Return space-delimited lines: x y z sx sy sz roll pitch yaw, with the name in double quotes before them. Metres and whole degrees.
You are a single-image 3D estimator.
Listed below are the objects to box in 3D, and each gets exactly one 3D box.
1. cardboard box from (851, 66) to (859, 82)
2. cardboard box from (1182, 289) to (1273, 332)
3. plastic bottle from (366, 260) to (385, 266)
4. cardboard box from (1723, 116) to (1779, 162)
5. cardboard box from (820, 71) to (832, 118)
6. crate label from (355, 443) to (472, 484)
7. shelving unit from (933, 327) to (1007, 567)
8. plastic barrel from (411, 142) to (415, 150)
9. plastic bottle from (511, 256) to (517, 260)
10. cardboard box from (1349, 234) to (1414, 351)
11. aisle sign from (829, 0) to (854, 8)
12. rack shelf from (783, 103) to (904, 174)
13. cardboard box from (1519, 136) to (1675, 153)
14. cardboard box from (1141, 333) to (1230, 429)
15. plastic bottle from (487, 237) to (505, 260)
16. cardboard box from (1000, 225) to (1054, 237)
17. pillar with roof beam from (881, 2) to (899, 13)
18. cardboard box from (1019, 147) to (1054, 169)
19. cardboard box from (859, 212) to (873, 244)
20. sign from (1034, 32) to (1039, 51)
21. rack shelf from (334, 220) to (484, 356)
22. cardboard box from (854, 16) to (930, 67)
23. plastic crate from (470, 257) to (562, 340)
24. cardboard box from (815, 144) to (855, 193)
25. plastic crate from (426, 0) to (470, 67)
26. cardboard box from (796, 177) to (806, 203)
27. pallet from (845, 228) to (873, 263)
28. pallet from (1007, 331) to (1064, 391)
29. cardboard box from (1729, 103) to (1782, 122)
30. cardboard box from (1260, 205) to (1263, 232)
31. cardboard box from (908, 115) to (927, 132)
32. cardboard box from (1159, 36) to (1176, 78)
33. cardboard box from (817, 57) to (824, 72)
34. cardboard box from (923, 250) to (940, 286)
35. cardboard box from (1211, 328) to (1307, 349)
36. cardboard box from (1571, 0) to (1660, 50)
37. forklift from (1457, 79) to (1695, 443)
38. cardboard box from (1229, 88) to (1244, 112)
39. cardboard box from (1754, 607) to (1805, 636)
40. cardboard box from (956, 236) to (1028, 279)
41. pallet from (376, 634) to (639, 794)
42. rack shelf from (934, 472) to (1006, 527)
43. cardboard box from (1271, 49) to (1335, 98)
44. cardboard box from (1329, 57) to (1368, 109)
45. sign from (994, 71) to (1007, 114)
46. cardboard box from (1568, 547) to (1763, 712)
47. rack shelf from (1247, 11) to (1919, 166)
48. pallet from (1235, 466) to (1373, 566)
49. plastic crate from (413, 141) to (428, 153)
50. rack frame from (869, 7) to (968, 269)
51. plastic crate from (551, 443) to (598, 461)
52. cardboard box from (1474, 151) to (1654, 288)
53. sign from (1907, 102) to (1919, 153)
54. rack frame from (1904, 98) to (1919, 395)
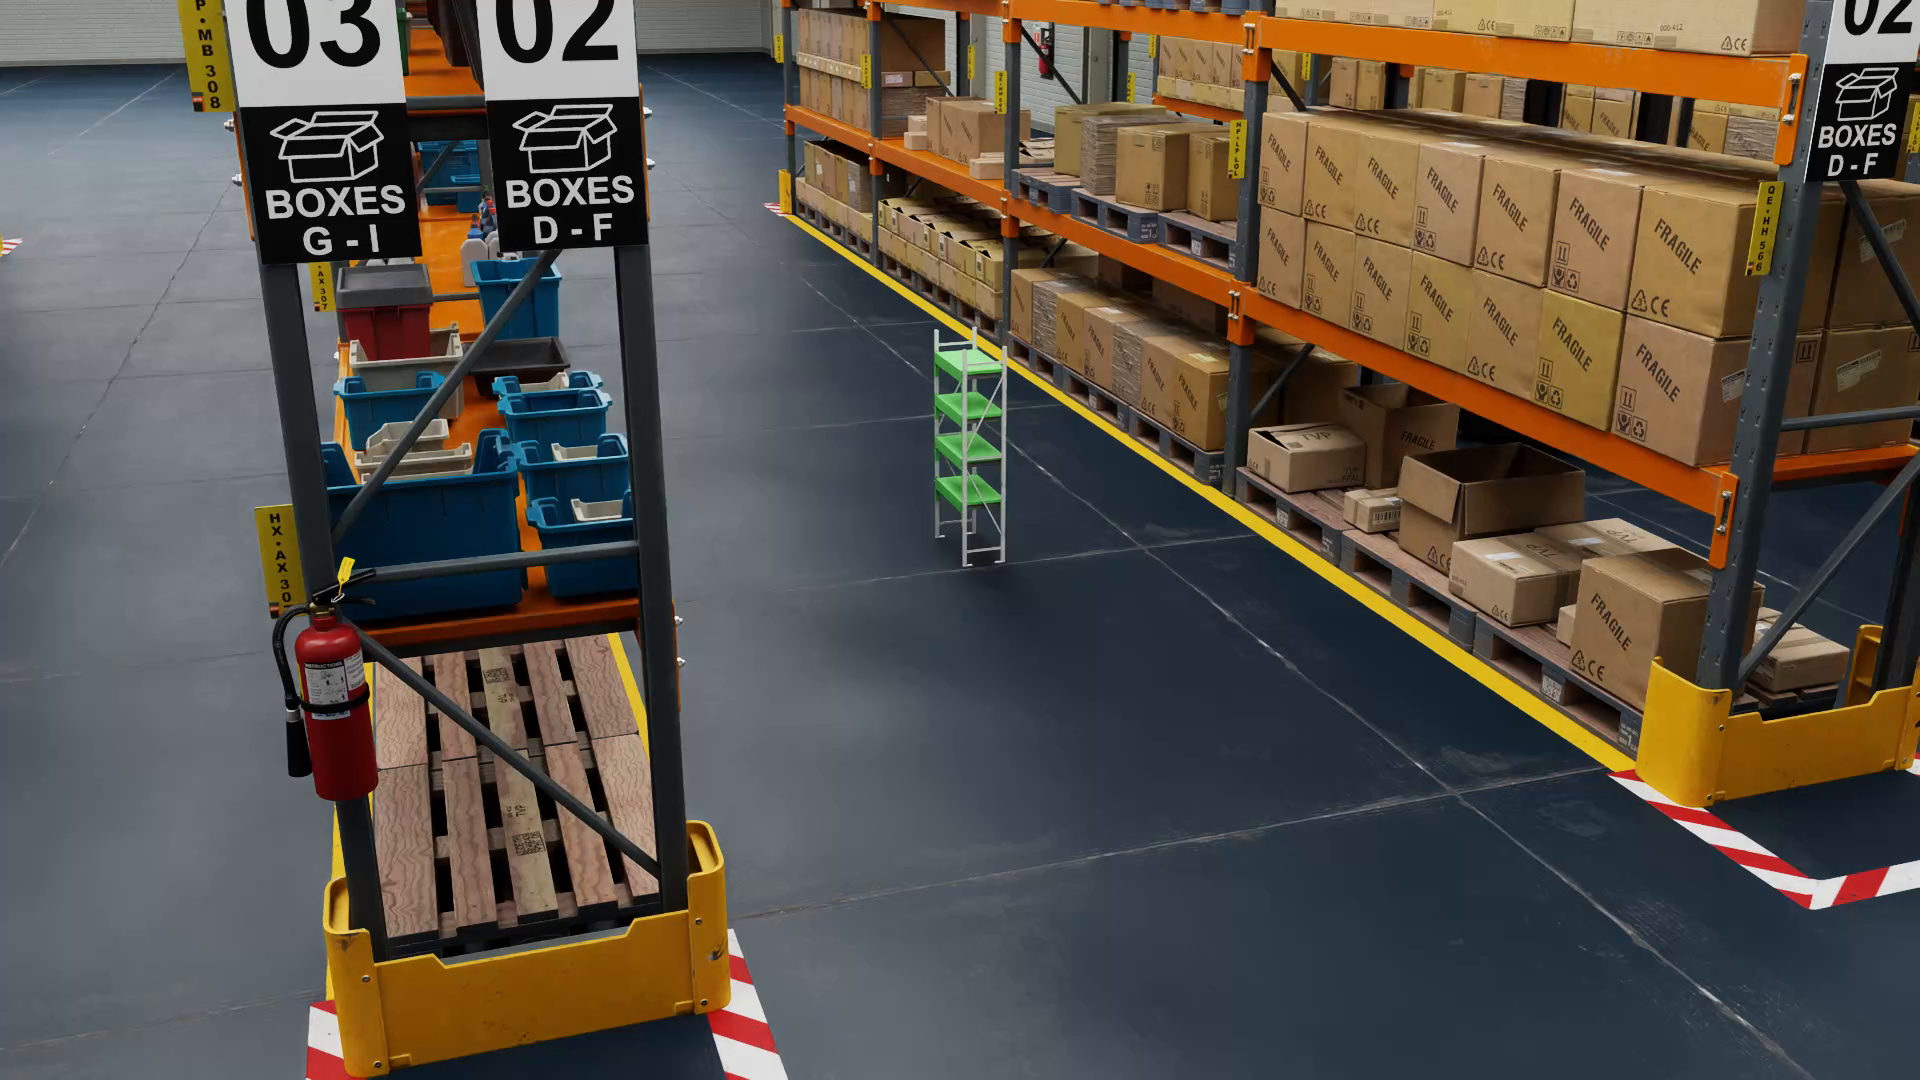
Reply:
"cardboard box" -0.945 -4.966 17.698 0.380 0.149 0.250 -6 21 -17
"cardboard box" 1.867 -1.620 11.427 0.500 0.250 0.500 -6 21 -17
"plastic bottle" -3.147 -1.360 8.950 0.152 0.276 0.135 -6 21 -17
"cardboard box" 6.099 -2.905 12.448 0.500 0.500 0.500 -6 21 -17
"cardboard box" -1.215 -5.153 19.179 0.700 0.500 0.500 -6 21 -17
"crate label" -1.961 -0.254 5.987 0.396 0.136 0.243 -6 21 -17
"shelving unit" 0.052 -0.512 9.066 0.258 1.200 0.503 -6 21 -17
"plastic barrel" -4.517 -2.988 13.133 0.421 0.512 0.421 0 20 0
"plastic bottle" -2.438 -1.421 9.126 0.097 0.271 0.097 0 20 0
"cardboard box" 2.322 -1.264 8.351 0.500 0.500 0.500 -6 21 -17
"aisle sign" -1.412 -6.861 20.236 0.394 0.787 0.004 -6 21 -17
"rack shelf" -1.041 -4.605 18.864 1.077 0.370 4.000 -6 21 -17
"cardboard box" 2.985 -1.630 7.890 0.500 0.500 0.500 -7 21 -18
"cardboard box" 1.527 -1.053 10.957 0.500 0.500 0.500 -6 21 -17
"plastic bottle" -2.676 -1.637 9.721 0.152 0.276 0.135 -6 21 -17
"cardboard box" 0.628 -2.717 15.159 0.500 0.311 0.500 -7 21 -19
"pillar with roof beam" -5.672 -14.122 35.423 9.100 9.000 0.400 -6 21 -17
"cardboard box" 0.772 -3.098 13.735 0.500 0.311 0.500 -5 20 -14
"cardboard box" -0.766 -3.331 17.699 0.500 0.250 0.500 -6 21 -17
"sign" 1.371 -8.908 29.727 0.001 0.329 0.234 -6 21 -17
"rack shelf" -3.230 -1.513 10.255 1.077 0.370 4.000 -6 21 -17
"cardboard box" -0.718 -5.263 17.565 0.700 0.500 0.500 -6 21 -17
"plastic crate" -2.131 -1.117 8.023 0.392 0.384 0.575 -6 21 -17
"cardboard box" -1.384 -4.327 19.362 0.500 0.500 0.500 -6 21 -17
"plastic crate" -1.564 -1.828 5.722 0.504 0.338 0.767 -6 21 -17
"cardboard box" -1.712 -4.293 20.378 0.500 0.250 0.500 -6 21 -17
"pallet" -0.623 -3.249 18.150 1.003 0.211 1.213 -6 21 -17
"pallet" 1.043 -1.462 13.175 1.003 0.211 1.213 -6 21 -17
"cardboard box" 6.102 -3.263 12.337 0.500 0.250 0.500 -6 21 -16
"cardboard box" 2.165 -2.155 10.210 0.700 0.500 0.500 -15 24 -35
"cardboard box" -0.216 -4.078 16.554 0.500 0.250 0.500 -5 20 -14
"cardboard box" 2.896 -6.220 21.378 0.500 0.500 0.500 -6 21 -17
"cardboard box" -1.425 -5.458 19.067 0.380 0.149 0.250 -7 21 -19
"cardboard box" -0.037 -2.556 15.542 0.500 0.250 0.500 -6 21 -16
"cardboard box" 2.003 -1.116 11.134 0.500 0.500 0.500 -6 21 -16
"cardboard box" 2.801 -2.090 6.584 0.500 0.250 0.500 -6 21 -17
"forklift" 4.546 -2.408 11.783 1.130 2.935 3.031 11 23 28
"cardboard box" 3.531 -5.208 19.672 0.500 0.250 0.500 -7 21 -18
"cardboard box" 3.475 0.424 7.338 0.380 0.166 0.250 -6 21 -17
"cardboard box" 0.277 -2.494 14.538 0.500 0.311 0.500 -7 21 -18
"pallet" -1.947 0.727 7.080 1.003 0.211 1.213 -6 21 -17
"rack shelf" 0.052 -0.226 9.169 0.258 0.148 0.480 -6 21 -17
"cardboard box" 3.847 -5.240 18.650 0.500 0.500 0.500 -6 21 -17
"cardboard box" 4.416 -4.916 17.868 0.700 0.500 0.500 -6 21 -17
"sign" 0.319 -3.503 13.019 0.100 0.325 0.005 -6 21 -17
"cardboard box" 2.954 0.370 6.996 0.500 0.500 0.500 -6 21 -17
"rack shelf" 2.731 -2.166 7.636 1.077 0.370 4.000 -6 21 -17
"pallet" 2.317 -0.202 9.666 1.003 0.211 1.213 -6 21 -17
"plastic crate" -5.160 -3.929 16.010 0.767 0.338 0.504 -6 21 -17
"rack frame" -0.413 -4.302 16.956 1.000 3.000 0.127 -6 21 -17
"plastic crate" -1.345 -0.274 6.042 0.250 0.136 0.298 -6 21 -17
"cardboard box" 2.631 -1.410 7.278 0.500 0.500 0.500 -6 21 -16
"sign" 6.291 -2.709 10.925 0.100 0.325 0.005 -6 21 -17
"rack frame" 6.803 -2.262 11.277 1.000 3.000 0.127 -6 21 -17
